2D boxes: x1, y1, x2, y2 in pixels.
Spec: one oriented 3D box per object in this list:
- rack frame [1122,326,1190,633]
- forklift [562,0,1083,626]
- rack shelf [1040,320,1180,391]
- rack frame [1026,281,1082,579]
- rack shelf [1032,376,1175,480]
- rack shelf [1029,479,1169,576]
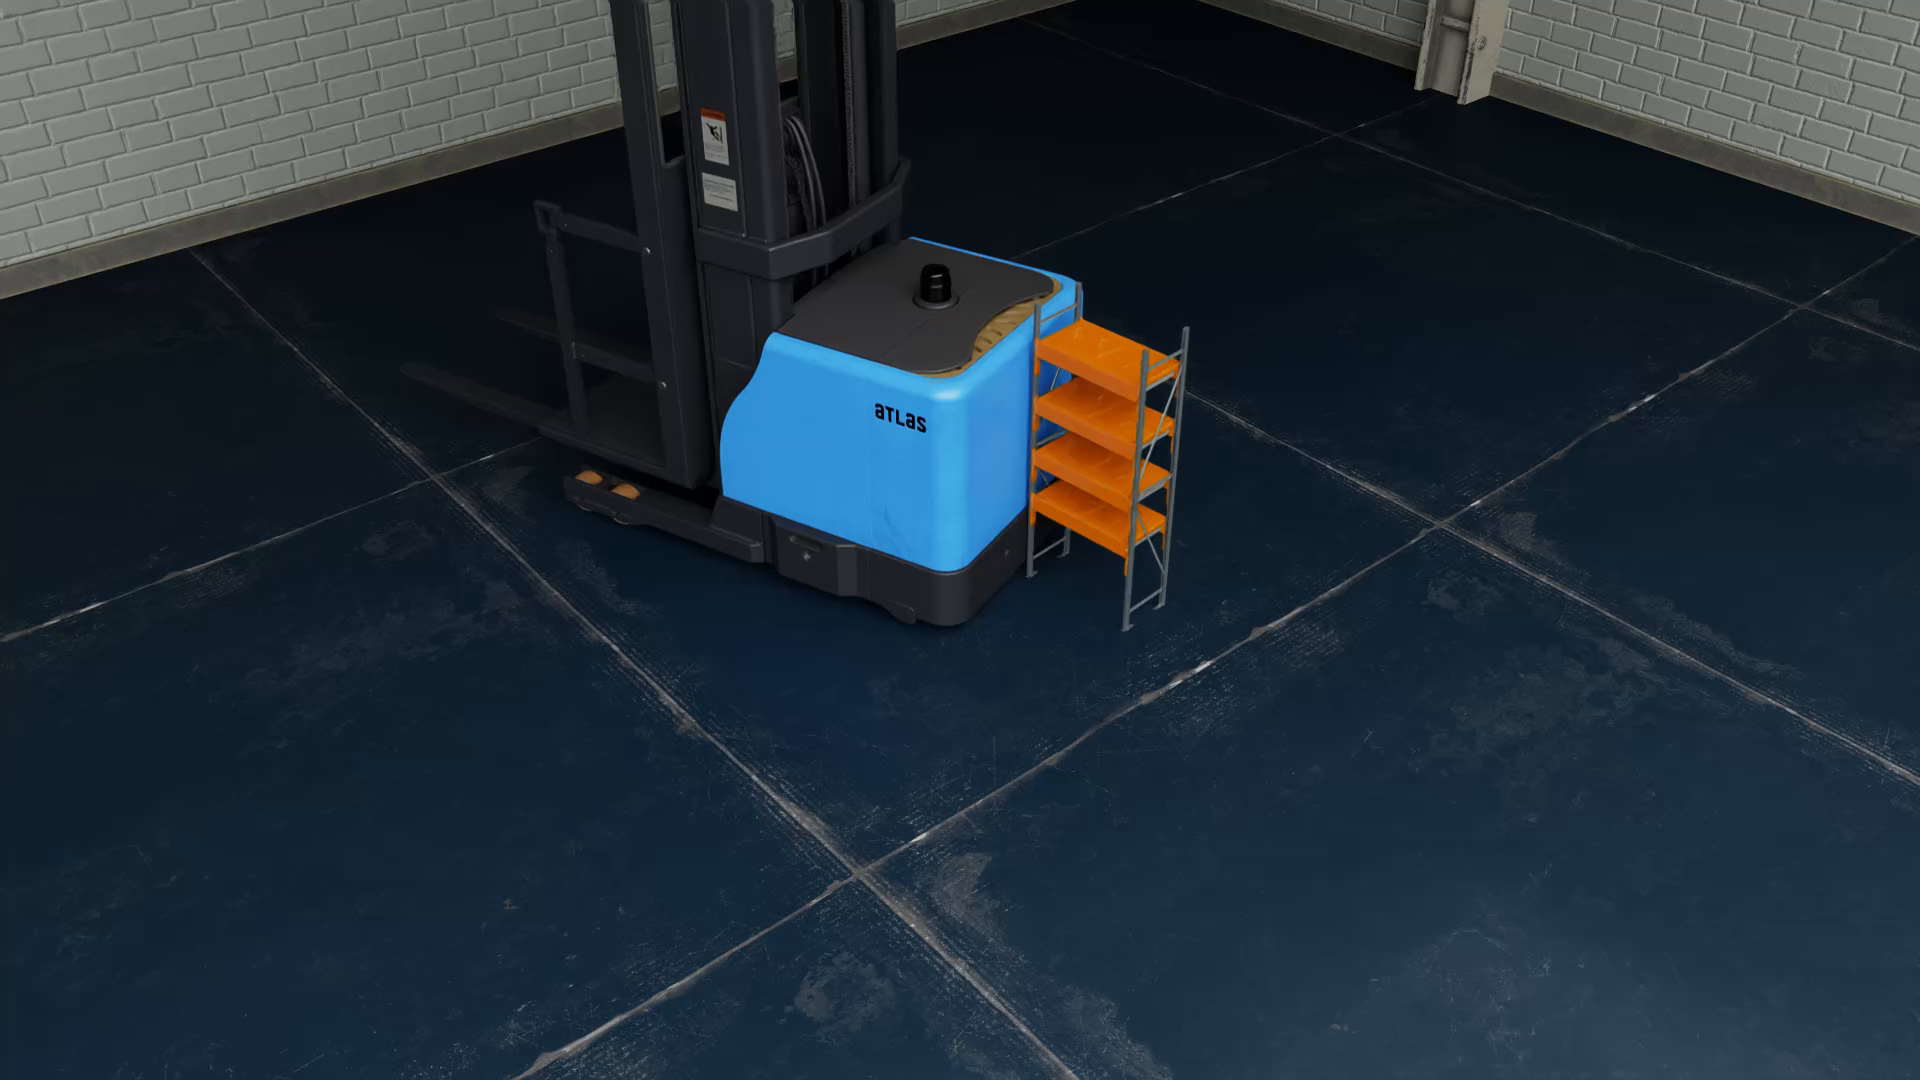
[{"bbox_3d":[0.699,-0.193,5.984,0.015,1.200,0.240,29,45,35],"label":"rack frame"},{"bbox_3d":[-0.578,-1.314,6.125,1.939,2.867,1.129,19,39,25],"label":"forklift"},{"bbox_3d":[0.525,-0.644,5.874,0.457,0.050,0.221,29,45,35],"label":"rack shelf"},{"bbox_3d":[0.350,-0.390,6.263,0.015,1.200,0.240,29,45,35],"label":"rack frame"},{"bbox_3d":[0.525,-0.419,6.033,0.480,0.148,0.258,29,45,35],"label":"rack shelf"},{"bbox_3d":[0.525,-0.075,6.277,0.480,0.148,0.258,29,45,35],"label":"rack shelf"}]
